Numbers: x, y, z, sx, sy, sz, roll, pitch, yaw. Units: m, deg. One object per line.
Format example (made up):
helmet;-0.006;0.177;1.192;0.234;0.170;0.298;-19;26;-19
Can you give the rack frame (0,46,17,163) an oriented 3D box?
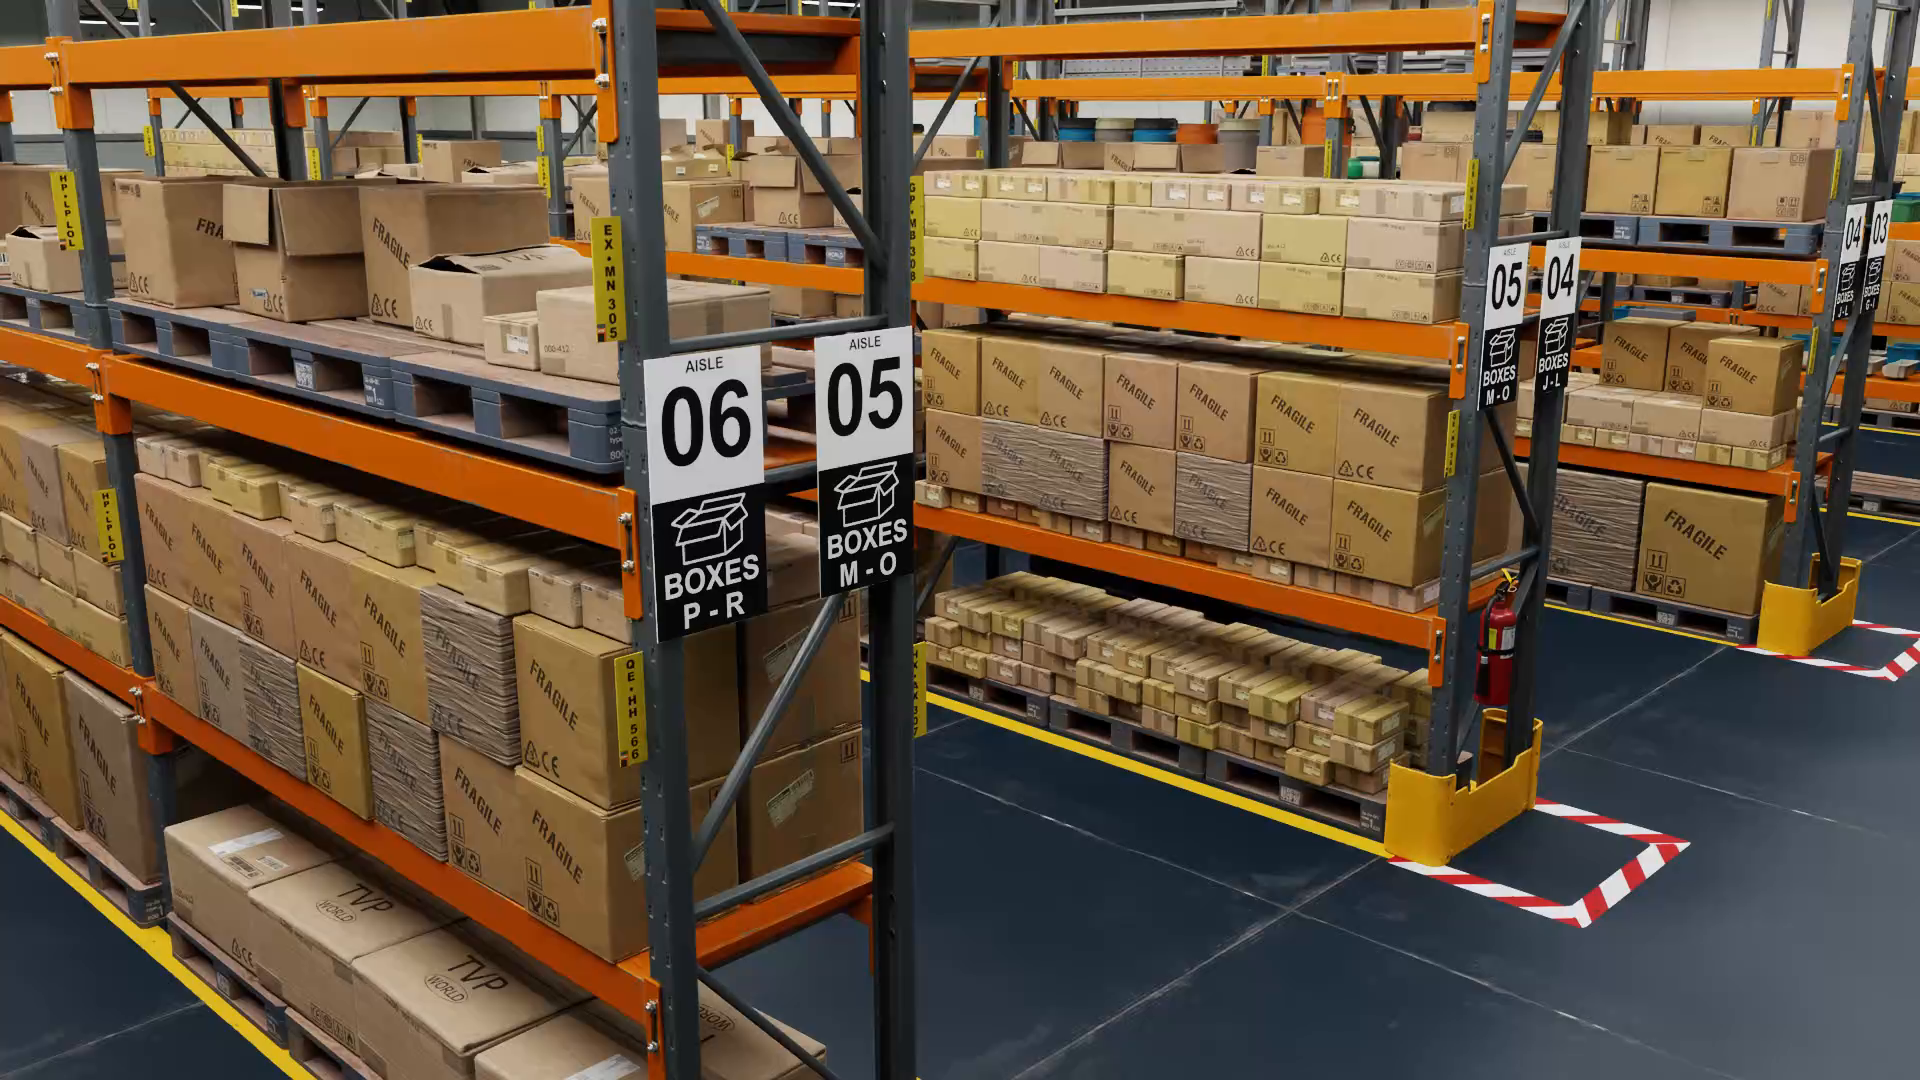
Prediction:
rack frame;-6.297;-3.245;9.857;0.127;3.000;1.000;14;20;42

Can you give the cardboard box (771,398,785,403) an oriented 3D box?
cardboard box;-1.231;-1.000;12.214;0.250;0.149;0.380;12;19;39

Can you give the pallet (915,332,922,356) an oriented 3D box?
pallet;-0.006;-2.153;17.945;1.003;0.211;1.213;14;20;42

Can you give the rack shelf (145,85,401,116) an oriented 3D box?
rack shelf;-7.253;-4.669;17.544;4.000;0.370;1.077;14;20;42

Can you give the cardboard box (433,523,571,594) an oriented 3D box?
cardboard box;-1.532;0.064;5.587;0.380;0.149;0.250;-14;20;-43

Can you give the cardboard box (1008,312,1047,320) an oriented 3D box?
cardboard box;0.742;-2.055;16.988;0.500;0.500;0.500;-14;20;-43

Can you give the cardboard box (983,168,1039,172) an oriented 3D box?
cardboard box;0.361;-2.367;10.950;0.250;0.149;0.380;13;19;40

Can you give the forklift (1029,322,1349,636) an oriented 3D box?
forklift;1.946;-0.868;12.768;1.130;2.935;3.031;-13;20;-41

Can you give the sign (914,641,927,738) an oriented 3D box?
sign;-0.149;0.501;5.503;0.005;0.325;0.100;14;20;42

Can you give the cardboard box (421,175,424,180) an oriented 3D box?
cardboard box;-4.614;-3.230;14.985;0.258;0.266;0.396;14;20;42

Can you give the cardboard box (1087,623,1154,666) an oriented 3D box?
cardboard box;1.007;0.656;10.424;0.250;0.149;0.380;13;19;40

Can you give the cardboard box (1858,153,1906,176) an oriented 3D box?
cardboard box;11.230;-4.552;20.128;0.500;0.250;0.500;14;20;42

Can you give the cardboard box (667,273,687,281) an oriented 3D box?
cardboard box;-3.344;-3.286;21.124;0.500;0.500;0.875;14;20;42

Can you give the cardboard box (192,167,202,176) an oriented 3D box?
cardboard box;-8.122;-3.989;18.128;0.250;0.149;0.380;14;20;43

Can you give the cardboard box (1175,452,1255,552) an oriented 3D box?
cardboard box;1.584;-0.260;9.512;0.500;0.500;0.500;14;20;42

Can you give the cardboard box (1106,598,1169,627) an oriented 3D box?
cardboard box;1.170;0.515;10.964;0.250;0.149;0.380;12;19;40

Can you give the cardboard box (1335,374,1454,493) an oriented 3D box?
cardboard box;2.323;-0.569;8.714;0.500;0.500;0.500;13;20;41

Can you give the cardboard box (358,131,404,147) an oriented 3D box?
cardboard box;-5.840;-4.051;16.784;0.250;0.149;0.380;14;20;43

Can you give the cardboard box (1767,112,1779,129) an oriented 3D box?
cardboard box;12.825;-6.485;25.683;0.500;0.250;0.500;13;19;41

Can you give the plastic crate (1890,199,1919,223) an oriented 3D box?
plastic crate;8.870;-3.109;15.705;0.336;0.188;0.450;14;20;42

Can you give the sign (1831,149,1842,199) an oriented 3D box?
sign;5.954;-2.486;11.294;0.005;0.325;0.100;14;20;42

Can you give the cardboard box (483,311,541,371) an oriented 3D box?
cardboard box;-1.282;-0.645;5.293;0.250;0.149;0.380;12;19;38

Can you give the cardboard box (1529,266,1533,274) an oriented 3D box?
cardboard box;7.992;-4.100;24.005;0.500;0.500;0.700;7;16;24

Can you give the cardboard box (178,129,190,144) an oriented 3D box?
cardboard box;-8.310;-4.421;18.203;0.250;0.149;0.380;13;20;41

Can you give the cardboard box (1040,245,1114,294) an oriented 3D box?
cardboard box;0.824;-1.627;9.895;0.500;0.250;0.500;-13;20;-42

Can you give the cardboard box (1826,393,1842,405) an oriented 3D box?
cardboard box;11.121;-1.818;21.023;0.250;0.166;0.380;14;20;42

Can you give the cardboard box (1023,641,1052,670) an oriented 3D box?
cardboard box;0.622;0.708;10.816;0.250;0.149;0.380;12;19;39

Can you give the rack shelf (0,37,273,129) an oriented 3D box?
rack shelf;-4.857;-2.353;8.654;4.000;0.370;1.077;14;20;42

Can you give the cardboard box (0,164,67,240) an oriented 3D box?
cardboard box;-5.453;-1.906;9.637;0.500;0.500;0.700;12;19;39

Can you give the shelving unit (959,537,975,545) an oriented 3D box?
shelving unit;0.006;-0.434;15.131;0.210;0.900;0.258;14;20;42

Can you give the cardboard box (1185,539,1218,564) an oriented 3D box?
cardboard box;1.528;0.016;9.736;0.250;0.149;0.380;13;19;40

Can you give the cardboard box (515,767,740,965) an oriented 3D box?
cardboard box;-1.069;0.973;5.367;0.500;0.500;0.500;14;20;43

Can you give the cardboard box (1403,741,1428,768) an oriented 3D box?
cardboard box;2.670;1.169;9.637;0.380;0.149;0.250;-14;20;-43

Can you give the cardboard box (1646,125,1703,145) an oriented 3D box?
cardboard box;9.531;-5.204;22.094;0.600;0.600;0.600;13;20;42

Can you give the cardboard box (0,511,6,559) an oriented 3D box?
cardboard box;-5.026;-0.106;9.015;0.500;0.250;0.500;14;20;43

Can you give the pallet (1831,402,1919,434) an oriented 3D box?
pallet;11.716;-1.555;20.798;1.213;0.211;1.003;14;20;42

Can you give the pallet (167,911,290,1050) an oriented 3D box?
pallet;-2.925;1.855;7.713;1.213;0.211;1.003;14;20;42

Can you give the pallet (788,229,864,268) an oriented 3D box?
pallet;-0.425;-2.046;11.577;1.003;0.211;1.213;14;20;42

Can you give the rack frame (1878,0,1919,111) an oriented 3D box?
rack frame;13.775;-7.041;24.425;0.127;3.000;1.000;14;20;42

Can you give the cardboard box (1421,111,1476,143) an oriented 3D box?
cardboard box;4.133;-3.389;13.643;0.500;0.250;0.500;12;19;39

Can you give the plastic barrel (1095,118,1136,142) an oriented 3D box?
plastic barrel;2.127;-5.270;22.582;0.600;0.901;0.600;0;15;0

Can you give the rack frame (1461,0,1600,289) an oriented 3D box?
rack frame;2.825;-2.761;7.999;0.127;3.000;1.000;14;20;42

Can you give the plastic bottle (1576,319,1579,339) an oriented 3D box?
plastic bottle;6.931;-2.425;18.838;0.133;0.283;0.061;14;20;42

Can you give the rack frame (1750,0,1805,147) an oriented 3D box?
rack frame;10.340;-6.141;20.972;0.127;3.000;1.000;14;20;42

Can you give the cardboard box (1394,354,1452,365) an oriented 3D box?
cardboard box;3.977;-1.657;13.881;0.500;0.500;0.500;14;20;42

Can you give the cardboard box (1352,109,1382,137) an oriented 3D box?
cardboard box;7.467;-7.570;30.183;0.500;0.500;0.500;12;19;38

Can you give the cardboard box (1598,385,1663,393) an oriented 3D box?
cardboard box;5.444;-1.123;13.319;0.500;0.250;0.500;13;19;40

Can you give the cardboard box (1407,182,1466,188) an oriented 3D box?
cardboard box;2.579;-1.818;8.843;0.380;0.149;0.250;-14;20;-42

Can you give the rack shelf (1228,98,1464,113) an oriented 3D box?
rack shelf;6.020;-6.649;25.143;4.000;0.370;1.077;14;20;42

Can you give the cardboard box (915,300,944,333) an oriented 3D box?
cardboard box;-0.306;-2.559;18.091;0.700;0.500;0.500;-11;18;-36

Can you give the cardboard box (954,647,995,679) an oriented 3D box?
cardboard box;0.176;0.787;11.102;0.380;0.149;0.250;-14;20;-43

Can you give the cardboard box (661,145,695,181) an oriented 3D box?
cardboard box;-2.252;-2.880;12.688;0.258;0.266;0.396;14;20;42

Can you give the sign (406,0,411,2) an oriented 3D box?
sign;-5.446;-5.452;16.318;0.005;0.325;0.100;14;20;42

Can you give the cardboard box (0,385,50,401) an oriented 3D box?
cardboard box;-5.386;-0.565;9.288;0.500;0.500;0.500;-14;20;-43

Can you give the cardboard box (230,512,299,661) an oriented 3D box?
cardboard box;-2.523;0.135;6.603;0.500;0.500;0.500;-14;20;-43
